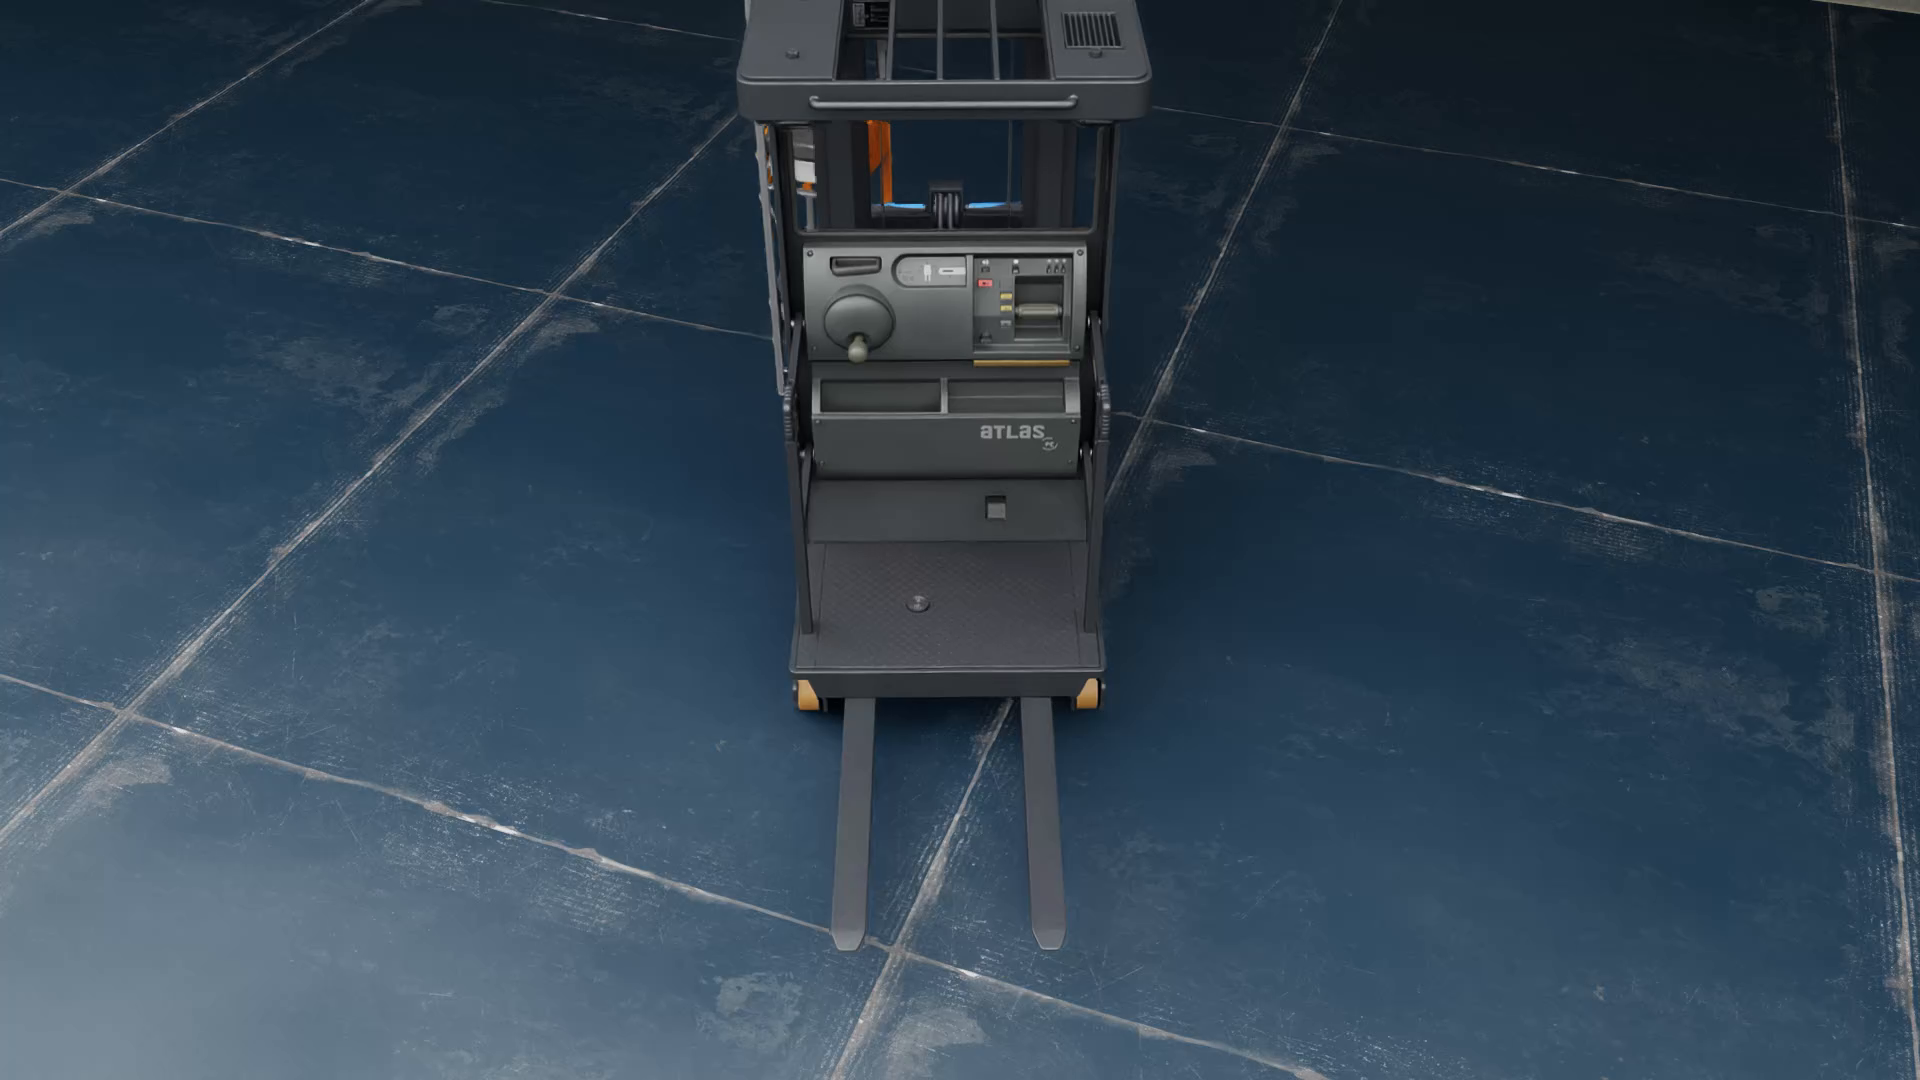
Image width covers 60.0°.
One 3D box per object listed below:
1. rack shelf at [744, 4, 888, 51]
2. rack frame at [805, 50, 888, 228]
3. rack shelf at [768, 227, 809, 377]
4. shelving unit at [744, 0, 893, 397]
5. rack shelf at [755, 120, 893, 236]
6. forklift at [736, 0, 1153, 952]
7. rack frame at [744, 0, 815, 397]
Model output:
[{"bbox_3d":[-0.559,-2.095,6.530,0.431,0.518,0.480,11,42,12],"label":"rack shelf"},{"bbox_3d":[-0.492,-1.725,7.154,0.400,2.100,0.015,11,42,12],"label":"rack frame"},{"bbox_3d":[-0.559,-1.030,7.439,0.431,0.518,0.480,11,42,12],"label":"rack shelf"},{"bbox_3d":[-0.559,-1.572,6.975,0.431,2.100,0.503,11,42,12],"label":"shelving unit"},{"bbox_3d":[-0.559,-1.562,6.984,0.431,0.518,0.480,11,42,12],"label":"rack shelf"},{"bbox_3d":[-0.044,-0.703,5.315,1.130,2.935,3.031,0,40,0],"label":"forklift"},{"bbox_3d":[-0.626,-1.420,6.797,0.400,2.100,0.015,11,42,12],"label":"rack frame"}]
